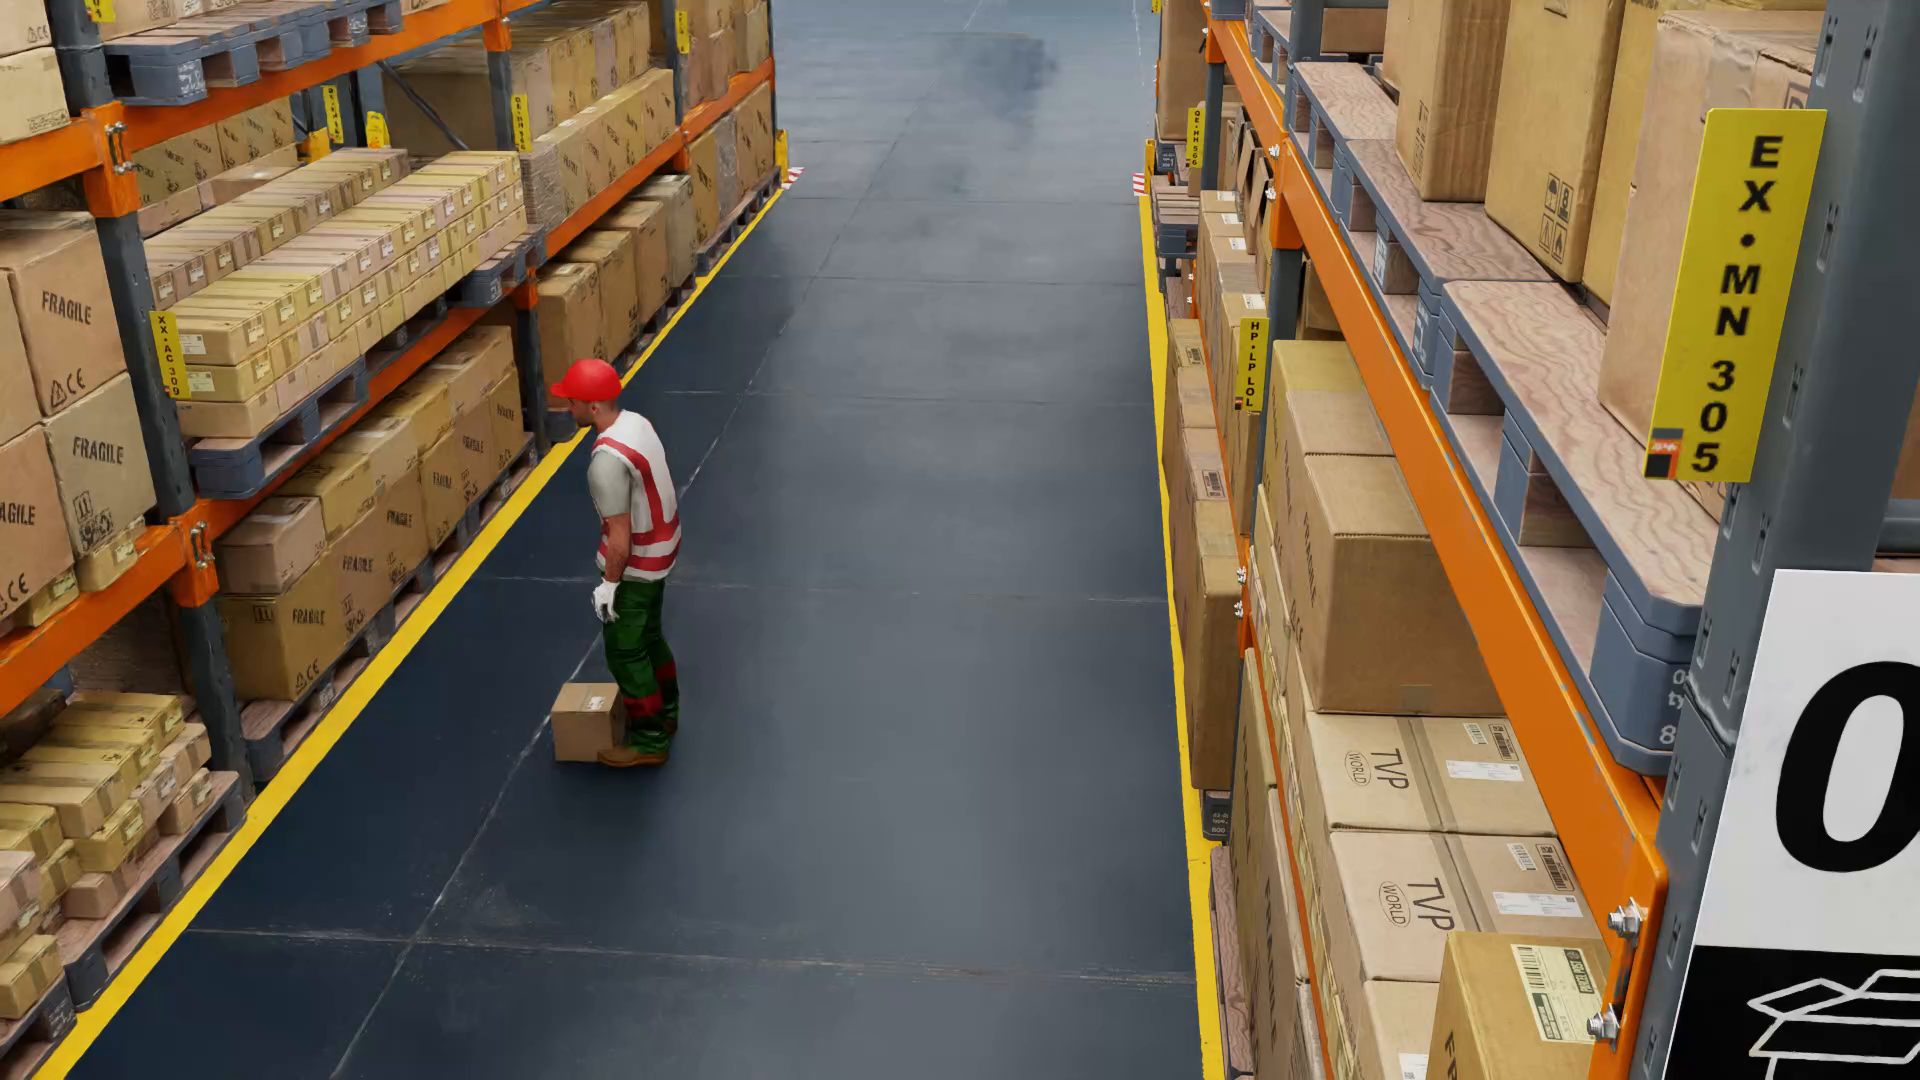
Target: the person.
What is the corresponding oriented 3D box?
[{"bbox_3d":[-1.384,0.096,6.873,0.456,1.778,0.616,1,24,3],"label":"person"}]
